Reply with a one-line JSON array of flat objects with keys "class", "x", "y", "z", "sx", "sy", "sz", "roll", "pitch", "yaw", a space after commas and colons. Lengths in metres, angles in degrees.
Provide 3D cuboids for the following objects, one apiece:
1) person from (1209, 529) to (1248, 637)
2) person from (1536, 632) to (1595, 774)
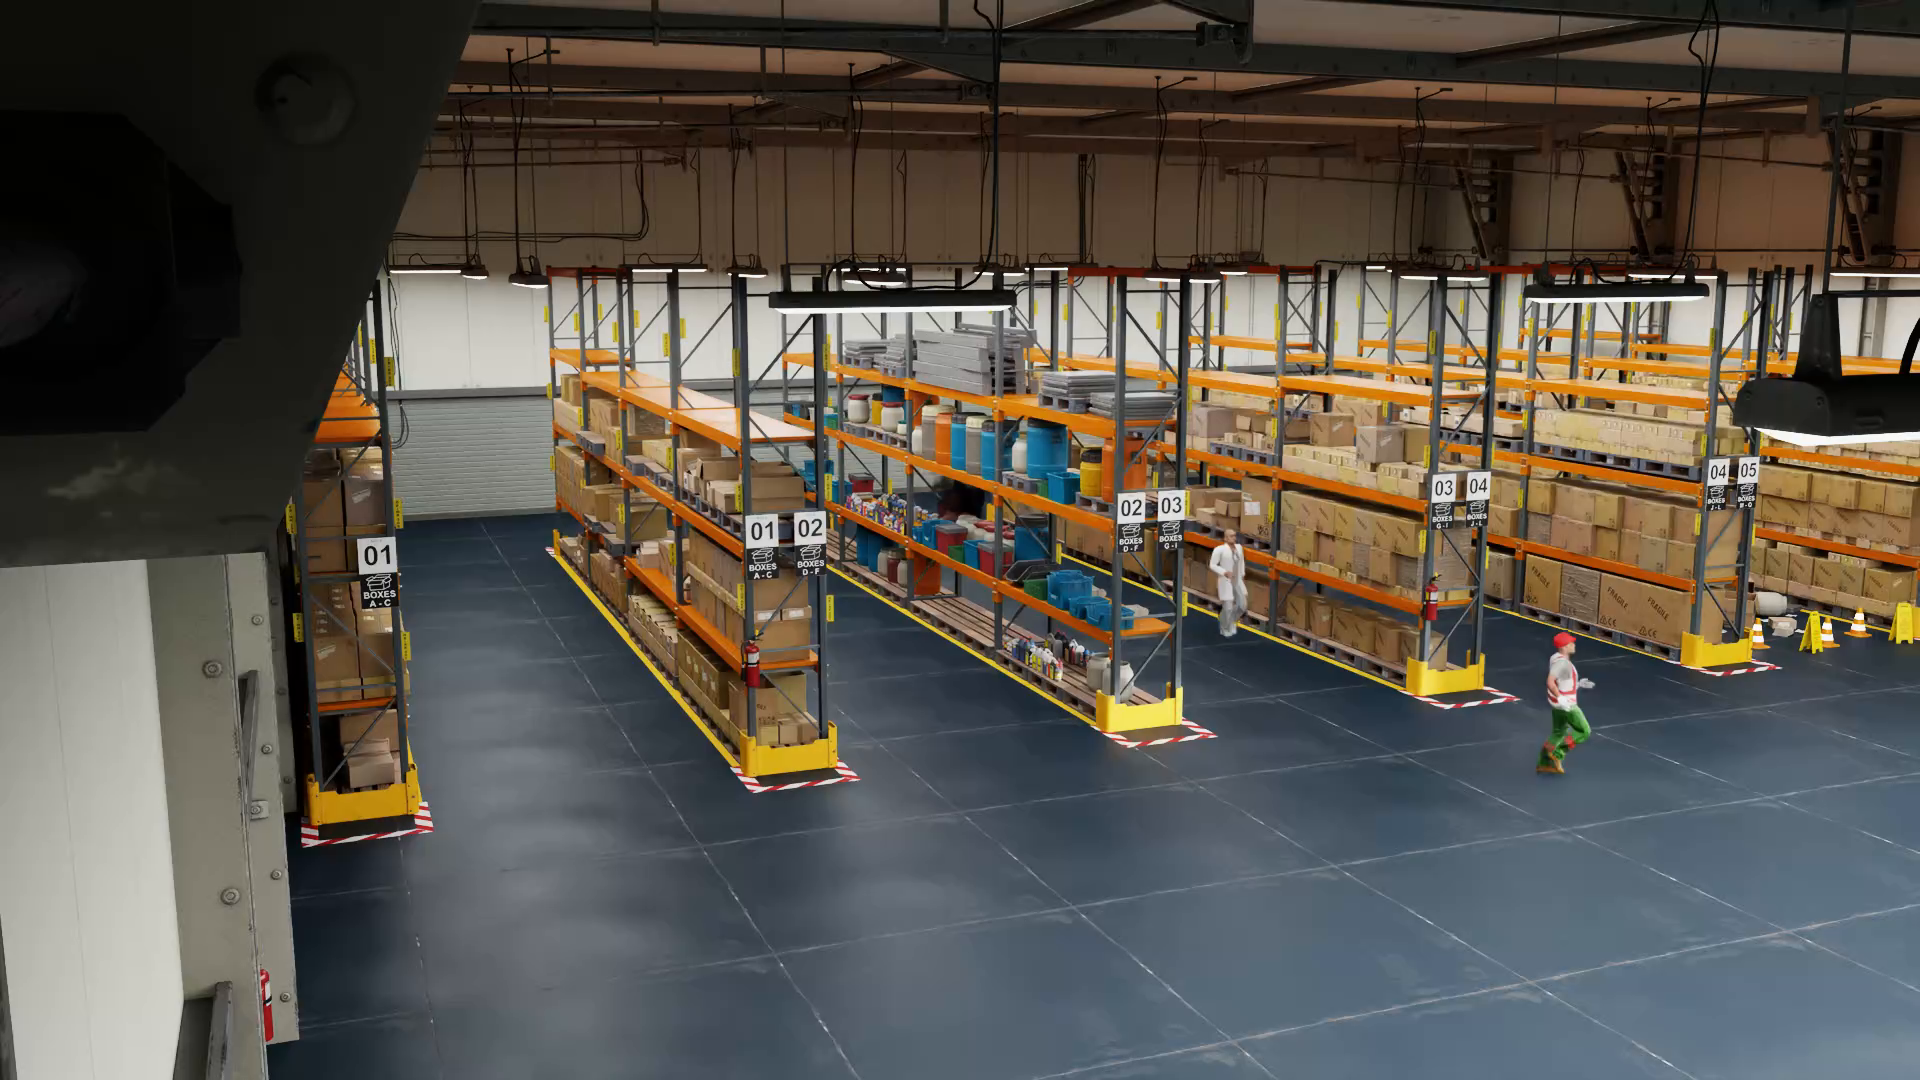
[{"class": "person", "x": 4.302, "y": 0.699, "z": 26.385, "sx": 0.711, "sy": 1.741, "sz": 0.623, "roll": -4, "pitch": 11, "yaw": -21}, {"class": "person", "x": 7.361, "y": 1.979, "z": 20.149, "sx": 0.642, "sy": 1.742, "sz": 0.649, "roll": 1, "pitch": 10, "yaw": 7}]
